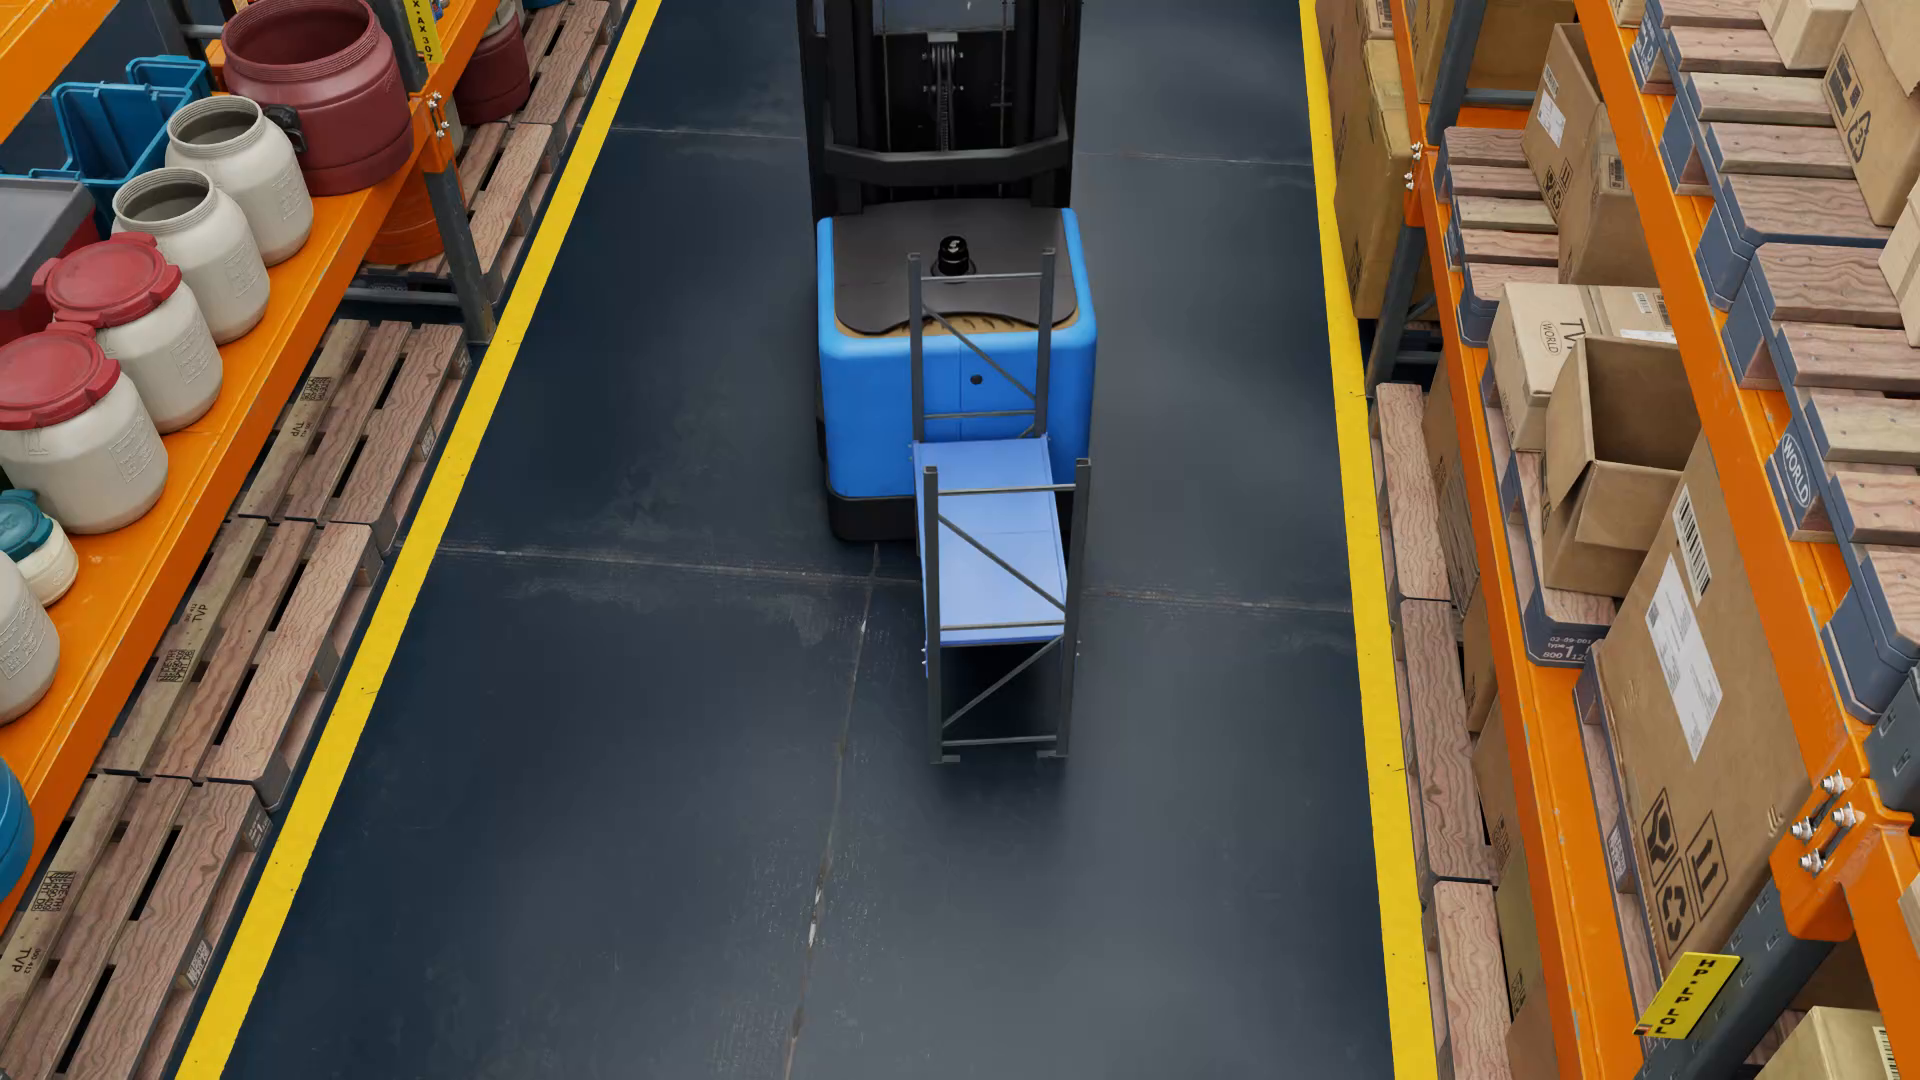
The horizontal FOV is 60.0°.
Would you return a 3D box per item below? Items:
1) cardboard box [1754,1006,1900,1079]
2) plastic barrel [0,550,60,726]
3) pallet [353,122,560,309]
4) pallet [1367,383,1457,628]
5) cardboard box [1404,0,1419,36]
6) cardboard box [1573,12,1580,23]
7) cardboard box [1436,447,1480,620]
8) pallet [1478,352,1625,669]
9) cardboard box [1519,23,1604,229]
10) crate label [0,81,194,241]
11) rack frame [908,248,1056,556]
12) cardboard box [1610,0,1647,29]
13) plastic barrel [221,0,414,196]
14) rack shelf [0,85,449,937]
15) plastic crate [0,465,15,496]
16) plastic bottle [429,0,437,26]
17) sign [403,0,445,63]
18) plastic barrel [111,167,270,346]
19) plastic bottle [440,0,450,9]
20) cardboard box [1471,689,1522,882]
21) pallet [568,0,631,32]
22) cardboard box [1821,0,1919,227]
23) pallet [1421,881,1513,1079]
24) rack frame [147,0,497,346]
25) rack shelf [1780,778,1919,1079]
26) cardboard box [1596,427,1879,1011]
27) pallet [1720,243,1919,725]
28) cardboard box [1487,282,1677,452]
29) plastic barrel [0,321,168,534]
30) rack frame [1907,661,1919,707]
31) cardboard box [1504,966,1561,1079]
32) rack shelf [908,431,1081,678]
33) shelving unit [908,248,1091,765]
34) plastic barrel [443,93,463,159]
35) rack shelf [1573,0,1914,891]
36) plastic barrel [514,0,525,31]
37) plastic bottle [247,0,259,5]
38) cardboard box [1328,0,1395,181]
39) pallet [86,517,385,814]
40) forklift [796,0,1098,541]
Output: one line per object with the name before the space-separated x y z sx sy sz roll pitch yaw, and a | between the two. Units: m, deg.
cardboard box | 1.636 1.137 2.756 0.500 0.500 0.500 4 48 4
plastic barrel | -2.696 0.228 4.443 0.433 0.535 0.433 0 48 0
pallet | -2.607 -1.618 8.113 1.003 0.211 1.213 4 48 4
pallet | 2.223 -0.129 6.751 1.003 0.211 1.213 4 48 4
cardboard box | 2.145 -2.423 6.892 0.500 0.500 0.500 3 48 3
cardboard box | 2.610 -2.017 6.520 0.500 0.500 0.500 5 48 5
cardboard box | 2.216 -0.047 6.182 0.700 0.500 0.500 0 48 0
pallet | 2.156 -0.122 4.985 1.003 0.211 1.213 4 48 4
cardboard box | 2.286 -1.420 5.690 0.500 0.500 0.500 -1 48 -1
crate label | -2.997 -1.277 5.888 0.502 0.435 0.616 4 48 4
rack frame | 0.073 -0.464 6.184 0.500 1.500 0.032 -3 48 -3
cardboard box | 1.914 -1.522 4.204 0.500 0.250 0.500 5 48 4
plastic barrel | -2.378 -1.662 6.171 0.600 0.536 0.708 4 48 4
rack shelf | -2.819 -0.265 5.473 1.077 0.370 4.000 4 48 4
plastic crate | -3.124 -0.265 5.129 0.450 0.188 0.662 4 48 4
plastic bottle | -2.276 -2.232 6.868 0.152 0.276 0.135 4 48 4
sign | -2.089 -2.001 6.462 0.100 0.325 0.005 4 48 4
plastic barrel | -2.557 -0.935 5.523 0.421 0.512 0.421 0 48 0
plastic bottle | -2.229 -2.361 7.038 0.097 0.201 0.097 0 48 0
cardboard box | 2.121 0.780 5.425 0.700 0.500 0.500 0 48 0
pallet | -2.384 -3.411 9.753 1.003 0.211 1.213 4 48 4
cardboard box | 2.157 -0.925 3.202 0.797 0.503 0.637 6 48 5
pallet | 2.000 1.664 5.111 1.003 0.211 1.213 4 48 4
rack frame | -2.637 -1.977 6.552 1.000 3.000 0.127 4 48 4
rack shelf | 1.748 1.995 1.373 1.077 0.370 4.000 4 48 4
cardboard box | 2.142 0.376 3.708 1.000 1.000 1.000 4 48 4
pallet | 2.093 -0.100 2.929 1.213 0.211 1.003 4 48 4
cardboard box | 1.913 -0.519 5.035 0.500 0.250 0.500 3 48 2
plastic barrel | -2.629 -0.311 4.936 0.433 0.535 0.433 0 48 0
rack frame | 1.931 -0.730 1.345 1.000 3.000 0.127 4 48 4
cardboard box | 2.008 1.541 4.730 0.700 0.500 0.500 1 48 1
rack shelf | 0.107 0.032 5.974 0.538 0.185 1.000 -3 48 -3
shelving unit | 0.107 -0.090 5.841 0.538 1.500 1.048 -3 48 -3
plastic barrel | -2.647 -2.061 8.030 0.421 0.512 0.421 0 48 0
rack shelf | 2.113 -0.944 4.061 1.077 0.370 4.000 4 48 4
plastic barrel | -2.544 -2.891 8.789 0.421 0.512 0.421 0 48 0
plastic bottle | -2.996 -2.320 7.000 0.097 0.201 0.097 0 48 0
cardboard box | 2.468 -2.229 7.937 1.225 0.875 0.875 4 48 4
pallet | -2.860 0.424 6.245 1.003 0.211 1.213 4 48 4
forklift | -0.097 -2.071 6.684 1.130 2.935 3.031 -3 48 -3
